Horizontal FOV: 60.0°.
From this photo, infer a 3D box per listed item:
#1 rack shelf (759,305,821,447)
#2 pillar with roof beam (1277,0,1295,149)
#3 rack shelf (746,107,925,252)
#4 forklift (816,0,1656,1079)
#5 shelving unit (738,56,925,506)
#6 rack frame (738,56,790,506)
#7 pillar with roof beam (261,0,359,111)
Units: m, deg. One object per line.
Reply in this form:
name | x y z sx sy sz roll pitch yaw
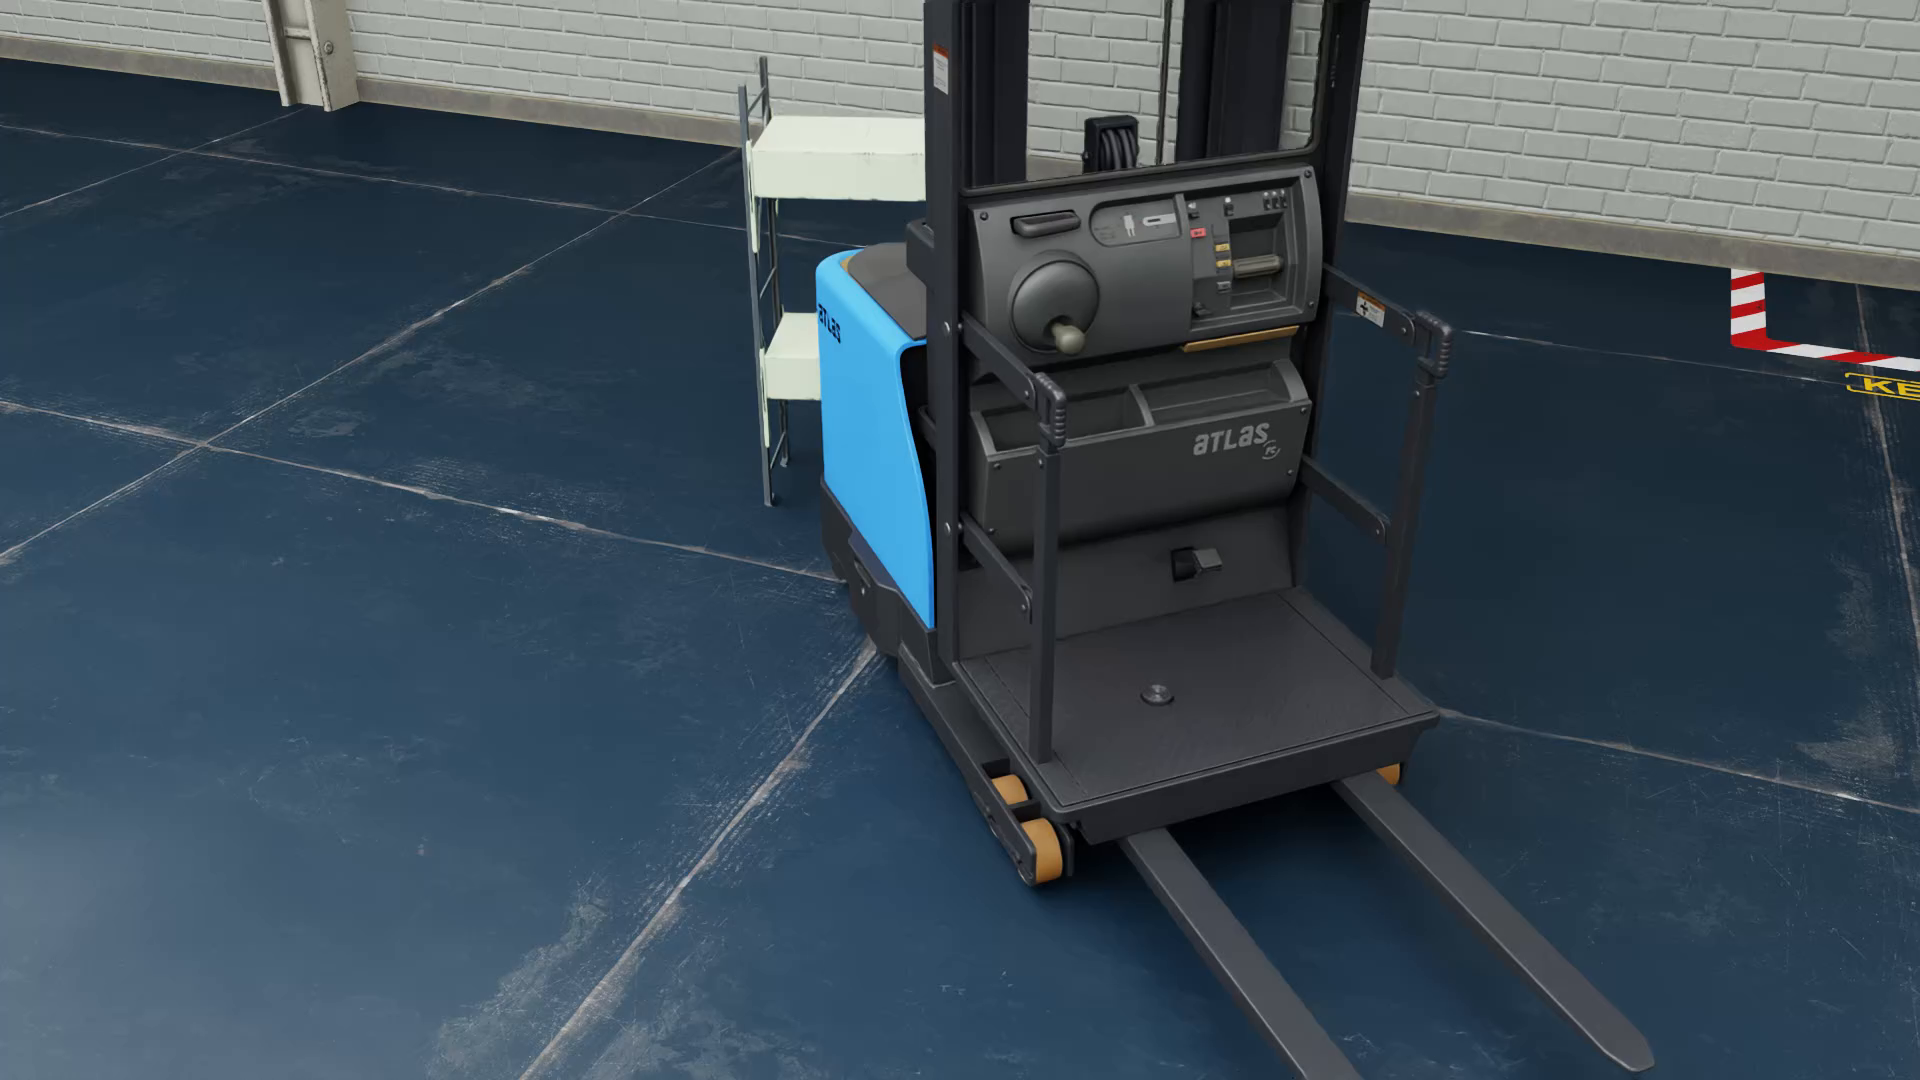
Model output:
rack shelf | -0.308 -0.574 5.903 0.720 0.370 0.431 2 30 4
pillar with roof beam | -0.183 -3.674 3.105 0.400 9.000 9.100 11 31 19
rack shelf | -0.308 -1.197 5.551 0.720 0.370 0.431 2 30 4
forklift | 0.555 -0.640 3.904 1.130 2.935 3.031 -11 31 -19
shelving unit | -0.308 -0.857 5.743 0.755 1.500 0.431 2 30 4
rack frame | -0.673 -0.872 5.768 0.023 1.500 0.400 2 30 4
pillar with roof beam | -5.742 -4.784 5.069 0.400 9.000 9.100 11 31 19
